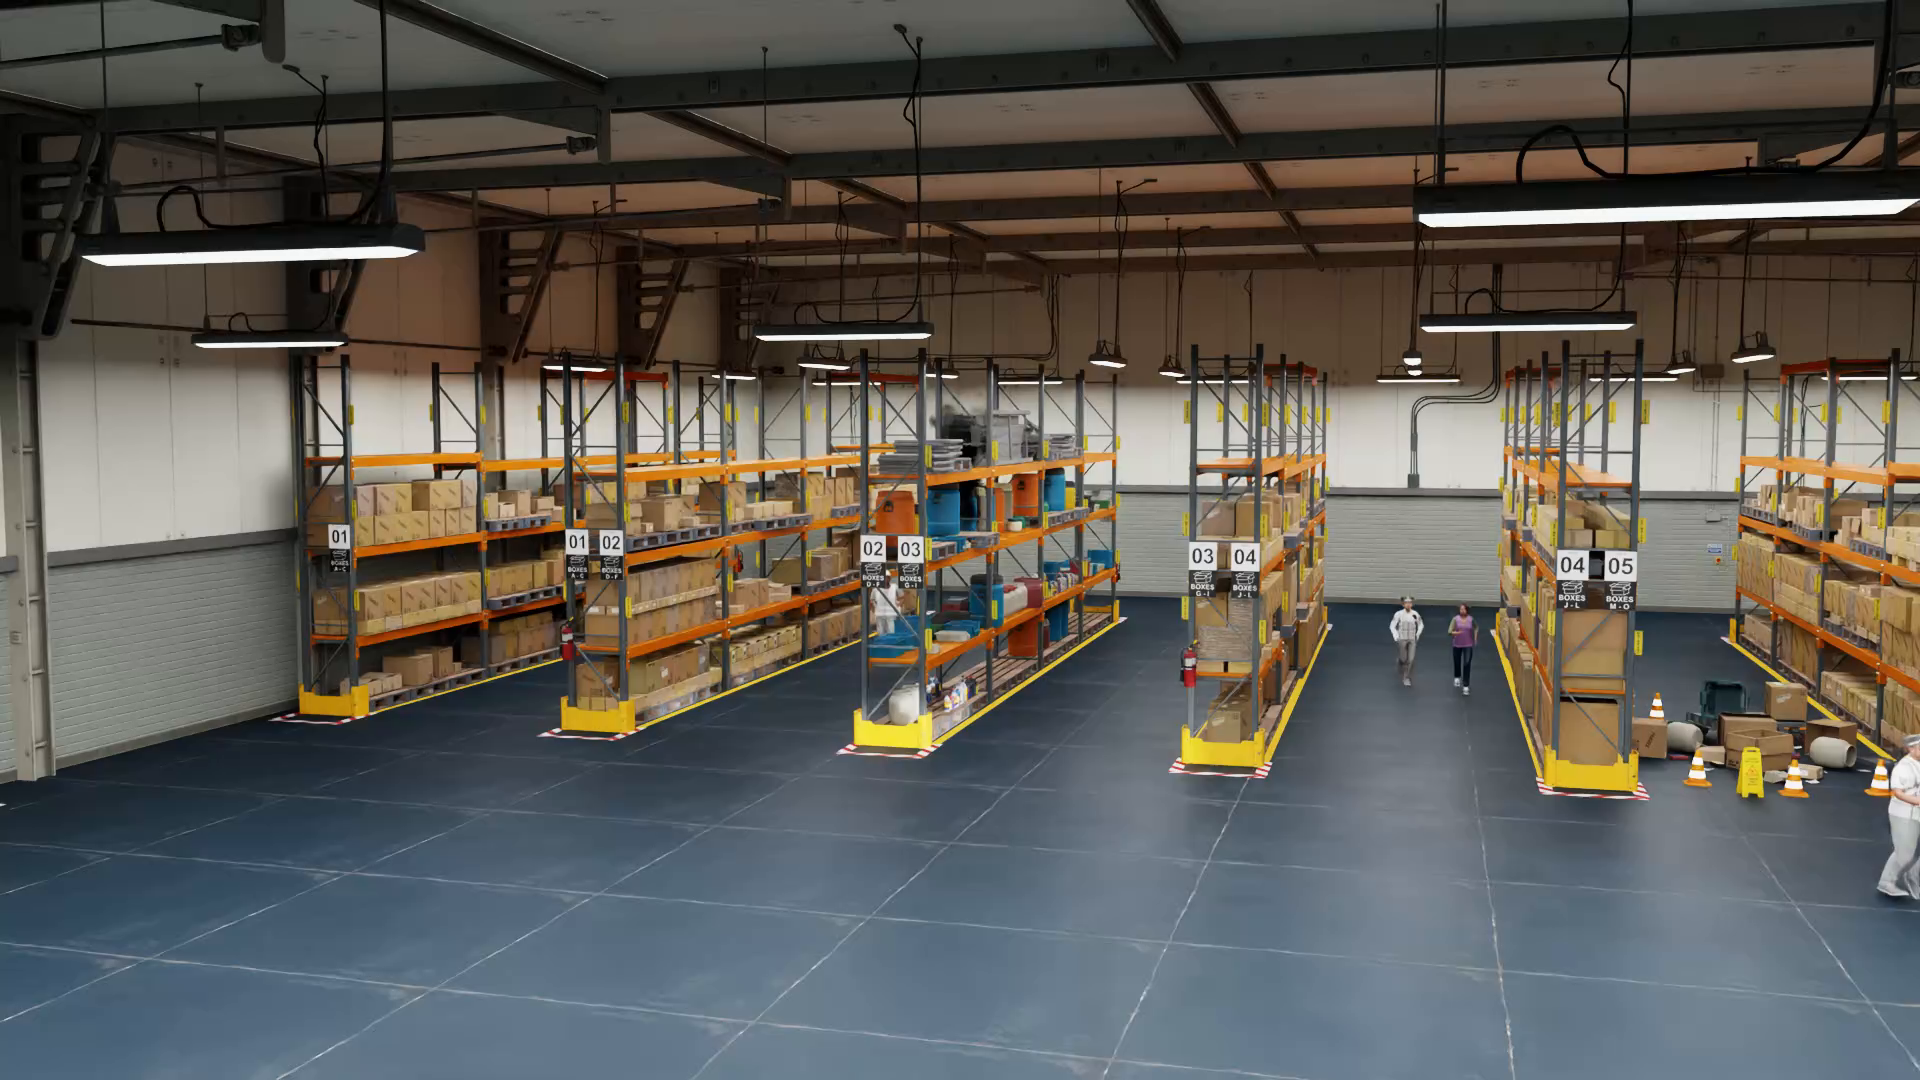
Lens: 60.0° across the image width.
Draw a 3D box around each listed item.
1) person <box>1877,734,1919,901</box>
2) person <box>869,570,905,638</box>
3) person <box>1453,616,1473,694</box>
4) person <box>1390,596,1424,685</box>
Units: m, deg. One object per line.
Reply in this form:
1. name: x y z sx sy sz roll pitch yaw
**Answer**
1. person: 9.782 2.852 17.166 0.339 1.812 0.449 -2 5 -27
2. person: -1.403 1.486 31.545 0.662 1.829 0.633 0 4 6
3. person: 9.068 2.042 29.995 0.350 1.366 0.895 1 4 17
4. person: 8.369 1.857 31.121 0.625 1.662 0.600 0 4 6
